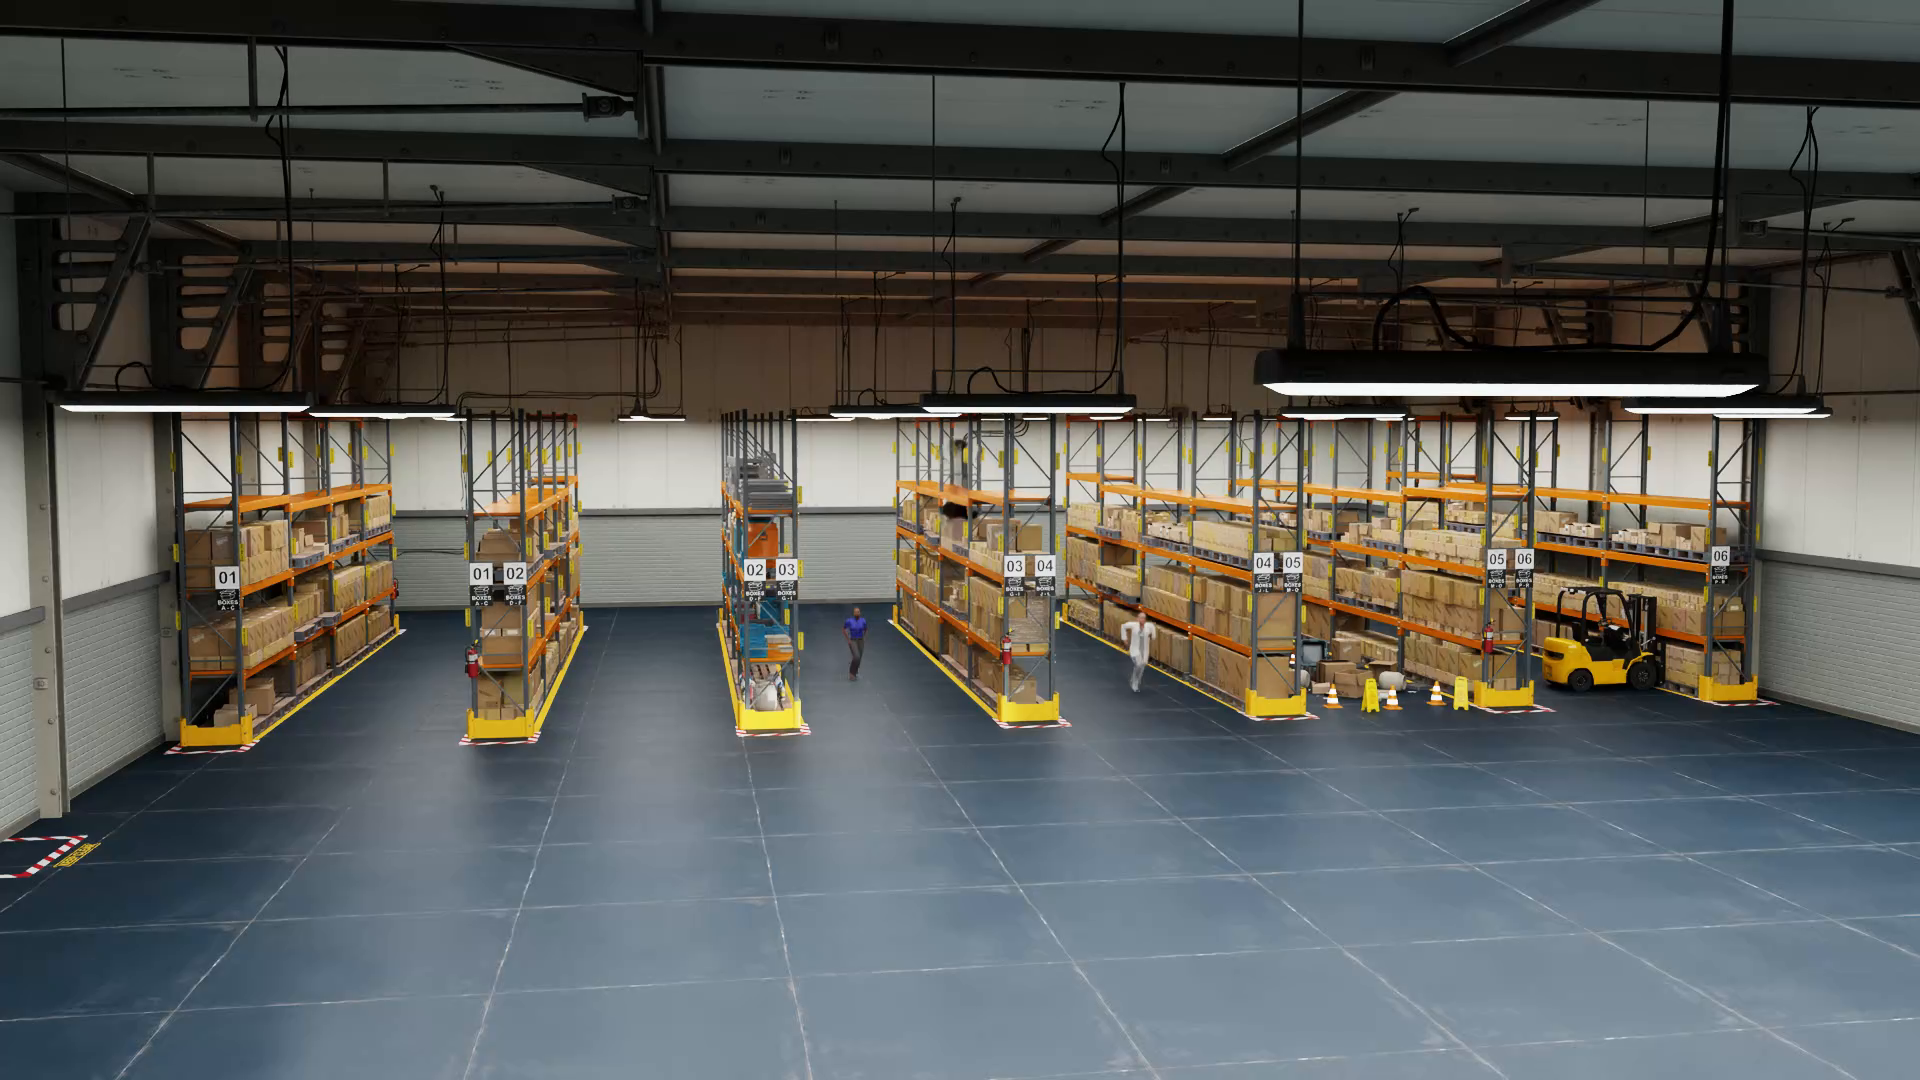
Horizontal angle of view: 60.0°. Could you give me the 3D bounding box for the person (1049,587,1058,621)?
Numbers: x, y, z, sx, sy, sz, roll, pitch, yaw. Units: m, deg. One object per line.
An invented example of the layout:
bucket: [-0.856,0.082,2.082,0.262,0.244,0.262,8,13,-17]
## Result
person: [2.401,1.757,45.071,0.570,1.661,0.532,0,4,-3]

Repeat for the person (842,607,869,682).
person: [-2.288,2.332,37.035,0.551,1.670,0.667,-2,4,-22]

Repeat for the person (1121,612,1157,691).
person: [3.816,2.377,35.431,0.690,1.706,0.928,-1,4,-14]
